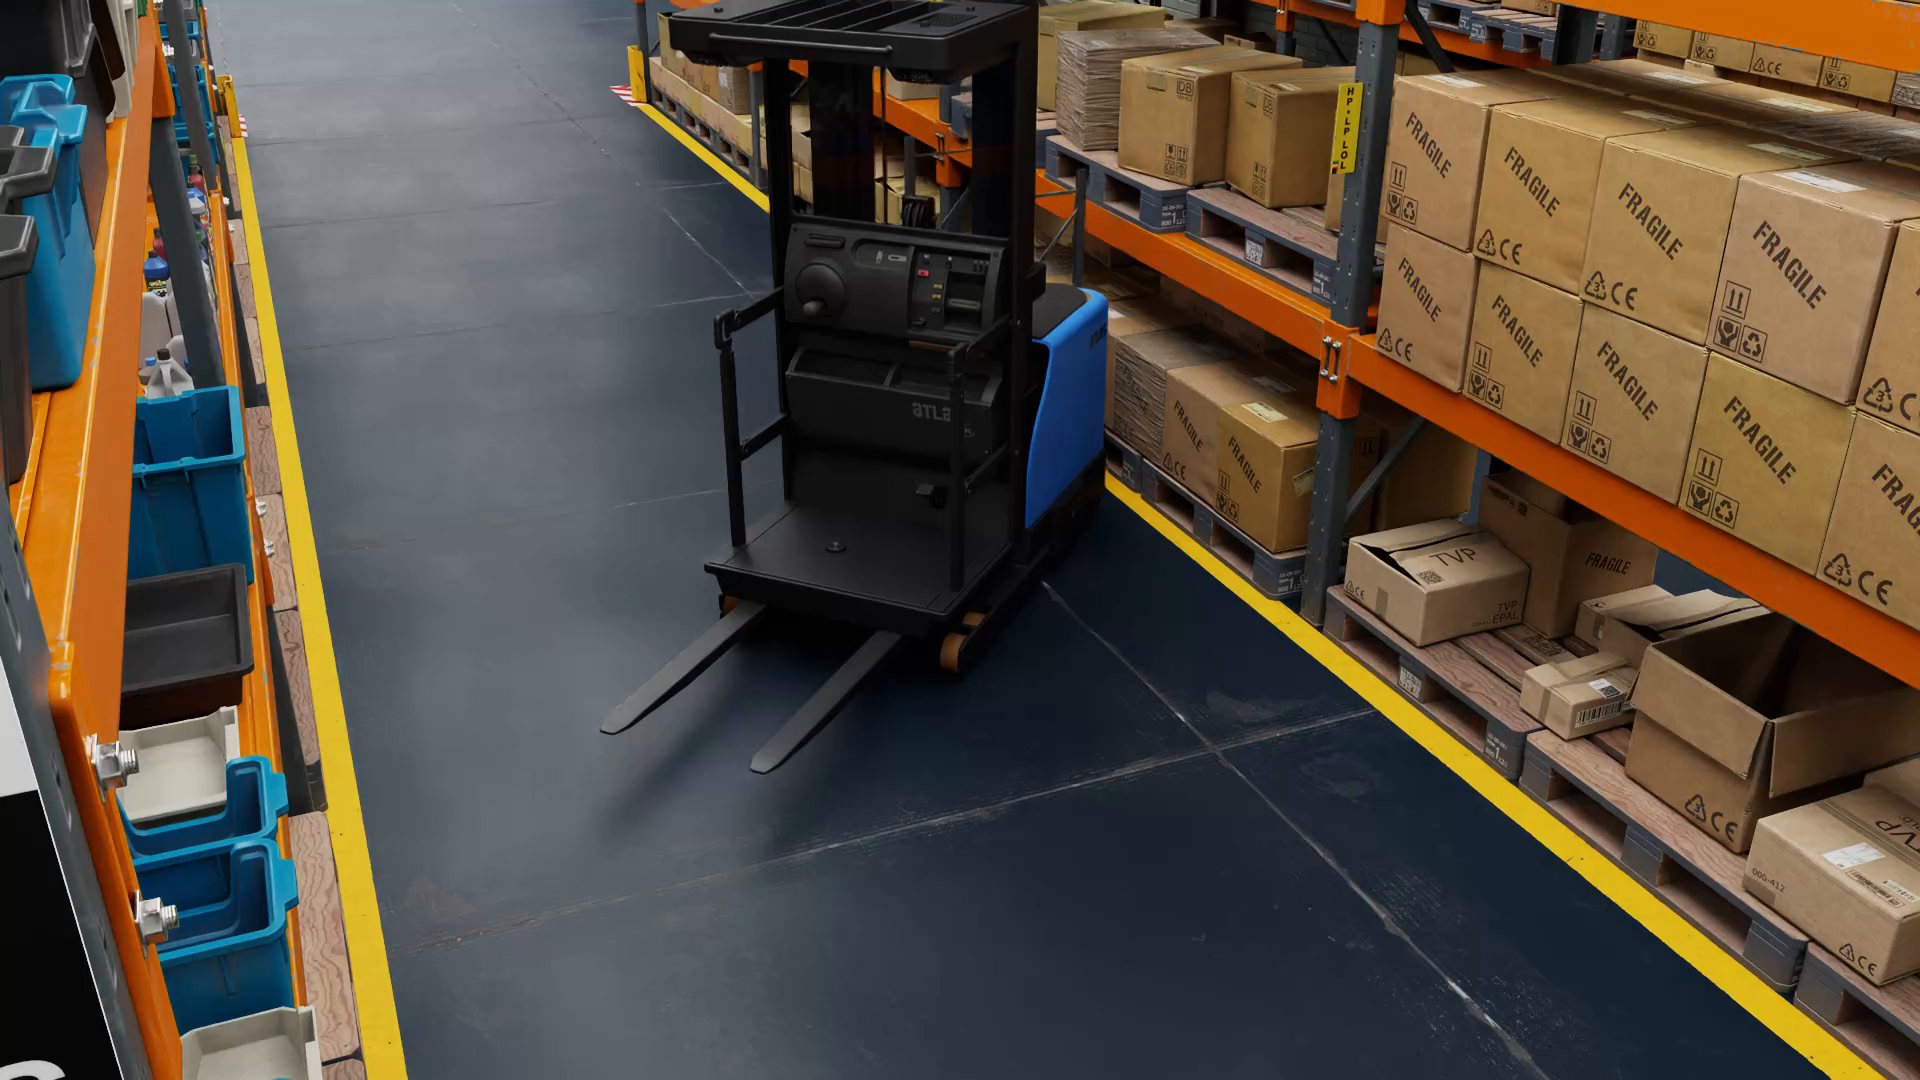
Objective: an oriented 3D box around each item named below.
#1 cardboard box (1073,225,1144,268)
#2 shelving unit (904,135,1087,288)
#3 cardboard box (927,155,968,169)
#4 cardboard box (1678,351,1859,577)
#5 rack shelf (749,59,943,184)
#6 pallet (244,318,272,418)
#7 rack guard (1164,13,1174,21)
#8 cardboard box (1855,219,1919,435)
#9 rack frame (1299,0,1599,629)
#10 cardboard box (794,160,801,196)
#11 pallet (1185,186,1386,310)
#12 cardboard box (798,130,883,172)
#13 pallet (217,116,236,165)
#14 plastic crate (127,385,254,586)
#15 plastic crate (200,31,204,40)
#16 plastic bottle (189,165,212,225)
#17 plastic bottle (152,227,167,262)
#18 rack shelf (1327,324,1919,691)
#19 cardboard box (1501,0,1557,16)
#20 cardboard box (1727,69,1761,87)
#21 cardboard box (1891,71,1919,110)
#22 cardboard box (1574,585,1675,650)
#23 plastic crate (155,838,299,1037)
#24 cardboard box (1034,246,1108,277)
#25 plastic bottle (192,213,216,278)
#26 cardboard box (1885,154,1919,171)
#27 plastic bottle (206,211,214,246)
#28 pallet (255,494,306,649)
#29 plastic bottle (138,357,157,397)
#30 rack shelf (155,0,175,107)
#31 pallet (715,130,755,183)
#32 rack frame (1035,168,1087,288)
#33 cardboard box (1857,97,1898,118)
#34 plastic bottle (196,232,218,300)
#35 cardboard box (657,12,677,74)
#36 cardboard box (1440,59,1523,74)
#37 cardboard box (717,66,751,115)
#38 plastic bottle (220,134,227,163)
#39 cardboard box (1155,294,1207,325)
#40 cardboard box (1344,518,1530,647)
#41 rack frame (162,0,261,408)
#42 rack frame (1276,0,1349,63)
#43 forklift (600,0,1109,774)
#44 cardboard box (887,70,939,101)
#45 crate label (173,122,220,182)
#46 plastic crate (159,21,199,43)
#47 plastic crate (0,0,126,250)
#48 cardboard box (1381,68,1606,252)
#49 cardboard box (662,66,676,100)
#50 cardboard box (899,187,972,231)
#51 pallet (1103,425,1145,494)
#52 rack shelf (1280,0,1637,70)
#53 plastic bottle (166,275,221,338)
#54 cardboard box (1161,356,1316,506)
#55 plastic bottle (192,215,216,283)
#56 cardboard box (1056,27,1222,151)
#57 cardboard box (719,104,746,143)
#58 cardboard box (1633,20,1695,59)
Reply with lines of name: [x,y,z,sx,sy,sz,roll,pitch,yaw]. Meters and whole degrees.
cardboard box: [0.970,-1.751,9.411,0.500,0.250,0.500,-9,28,-19]
shelving unit: [0.163,-1.260,8.620,0.587,1.500,1.083,-12,28,-22]
cardboard box: [0.016,-2.583,11.638,0.500,0.311,0.500,-11,28,-22]
cardboard box: [2.475,-0.263,4.756,0.500,0.500,0.500,-11,28,-21]
rack shelf: [-0.421,-3.183,11.671,1.077,0.370,4.000,-11,28,-21]
pallet: [-4.465,-0.916,9.385,1.003,0.211,1.213,-11,28,-21]
rack guard: [1.815,-5.628,18.706,1.175,0.500,0.348,-11,28,-21]
cardboard box: [2.662,-0.509,4.119,0.500,0.500,0.500,-10,28,-19]
rack frame: [1.929,-1.084,6.552,1.000,3.000,0.127,-11,28,-21]
cardboard box: [-1.075,-2.855,12.834,0.500,0.250,0.500,-10,28,-19]
pallet: [1.716,-1.339,7.293,1.003,0.211,1.213,-11,28,-21]
cardboard box: [-0.877,-2.898,12.282,0.500,0.311,0.500,-12,28,-22]
pallet: [-6.944,-3.475,14.626,1.003,0.211,1.213,-11,28,-21]
plastic crate: [-2.134,-0.125,4.536,0.392,0.384,0.575,-11,28,-21]
plastic crate: [-5.852,-3.670,11.918,0.767,0.338,0.504,-11,28,-21]
plastic bottle: [-3.556,-1.614,7.770,0.061,0.283,0.133,-11,28,-21]
plastic bottle: [-3.259,-1.146,6.812,0.061,0.283,0.133,-11,28,-21]
rack shelf: [2.712,0.046,5.056,1.077,0.370,4.000,-11,28,-21]
cardboard box: [4.482,-4.203,12.325,0.700,0.500,0.500,-13,29,-25]
cardboard box: [5.163,-2.970,10.677,0.380,0.149,0.250,-11,28,-21]
cardboard box: [5.675,-2.676,9.337,0.500,0.500,0.500,-11,28,-20]
cardboard box: [2.615,0.321,6.421,0.380,0.149,0.250,-11,28,-21]
plastic crate: [-1.374,0.740,2.937,0.416,0.233,0.300,-11,28,-21]
cardboard box: [0.488,-1.330,9.404,0.500,0.500,0.500,-12,28,-22]
plastic bottle: [-3.199,-1.246,7.016,0.061,0.283,0.133,-11,28,-21]
cardboard box: [2.961,-0.806,4.728,0.500,0.500,0.500,-11,28,-21]
plastic bottle: [-3.413,-1.410,7.445,0.097,0.201,0.097,0,26,0]
pallet: [-3.376,0.206,7.087,1.003,0.211,1.213,-11,28,-21]
plastic bottle: [-2.712,-0.517,5.616,0.097,0.201,0.097,0,26,0]
rack shelf: [-3.414,-2.067,5.965,1.077,0.370,4.000,-11,28,-21]
pallet: [-1.477,-3.389,14.451,1.003,0.211,1.213,-11,28,-21]
rack frame: [0.374,-1.061,8.214,0.500,1.500,0.032,-12,28,-22]
cardboard box: [5.542,-2.551,9.819,0.380,0.149,0.250,-10,28,-19]
plastic bottle: [-3.074,-1.117,6.752,0.061,0.283,0.133,-11,28,-21]
cardboard box: [-2.568,-4.763,15.886,0.500,0.500,0.500,-11,28,-21]
cardboard box: [4.217,-3.693,13.387,0.500,0.250,0.500,-11,28,-21]
cardboard box: [-1.772,-3.958,14.237,0.500,0.500,0.500,-11,28,-21]
plastic bottle: [-6.011,-3.192,13.386,0.144,0.351,0.185,-9,28,-18]
cardboard box: [1.358,-1.017,8.761,0.500,0.500,0.500,-12,28,-23]
cardboard box: [1.894,0.133,6.622,0.500,0.311,0.500,-11,28,-21]
rack frame: [-4.197,-1.850,8.119,1.000,3.000,0.127,-11,28,-21]
rack frame: [3.352,-5.167,14.913,1.000,3.000,0.127,-11,28,-21]
forklift: [-0.358,-0.994,6.445,1.130,2.935,3.031,11,28,21]
cardboard box: [-0.244,-2.902,10.561,0.380,0.149,0.250,-11,28,-21]
crate label: [-4.017,-2.009,8.636,0.303,0.233,0.416,-11,28,-21]
plastic crate: [-5.045,-3.065,10.628,0.392,0.384,0.575,-11,28,-21]
plastic crate: [-1.410,-0.604,2.220,0.504,0.338,0.767,-11,28,-21]
cardboard box: [1.854,-1.340,5.822,0.500,0.500,0.500,-10,28,-19]
cardboard box: [-2.566,-4.426,16.051,0.500,0.250,0.500,-11,28,-21]
cardboard box: [-0.070,-2.073,10.594,0.500,0.311,0.500,-10,28,-19]
pallet: [1.094,-0.646,8.833,1.003,0.211,1.213,-11,28,-21]
rack shelf: [4.135,-4.036,13.417,1.077,0.370,4.000,-11,28,-21]
plastic bottle: [-2.915,-0.899,6.313,0.152,0.276,0.135,-11,28,-21]
cardboard box: [1.286,-0.510,7.723,0.500,0.500,0.500,-10,28,-20]
plastic bottle: [-3.175,-1.205,6.855,0.144,0.351,0.185,-11,28,-21]
cardboard box: [0.895,-2.296,8.441,0.700,0.500,0.500,-5,27,-11]
cardboard box: [-1.774,-3.620,14.401,0.500,0.250,0.500,-11,28,-21]
cardboard box: [4.873,-3.499,11.023,0.500,0.500,0.500,-10,28,-19]
